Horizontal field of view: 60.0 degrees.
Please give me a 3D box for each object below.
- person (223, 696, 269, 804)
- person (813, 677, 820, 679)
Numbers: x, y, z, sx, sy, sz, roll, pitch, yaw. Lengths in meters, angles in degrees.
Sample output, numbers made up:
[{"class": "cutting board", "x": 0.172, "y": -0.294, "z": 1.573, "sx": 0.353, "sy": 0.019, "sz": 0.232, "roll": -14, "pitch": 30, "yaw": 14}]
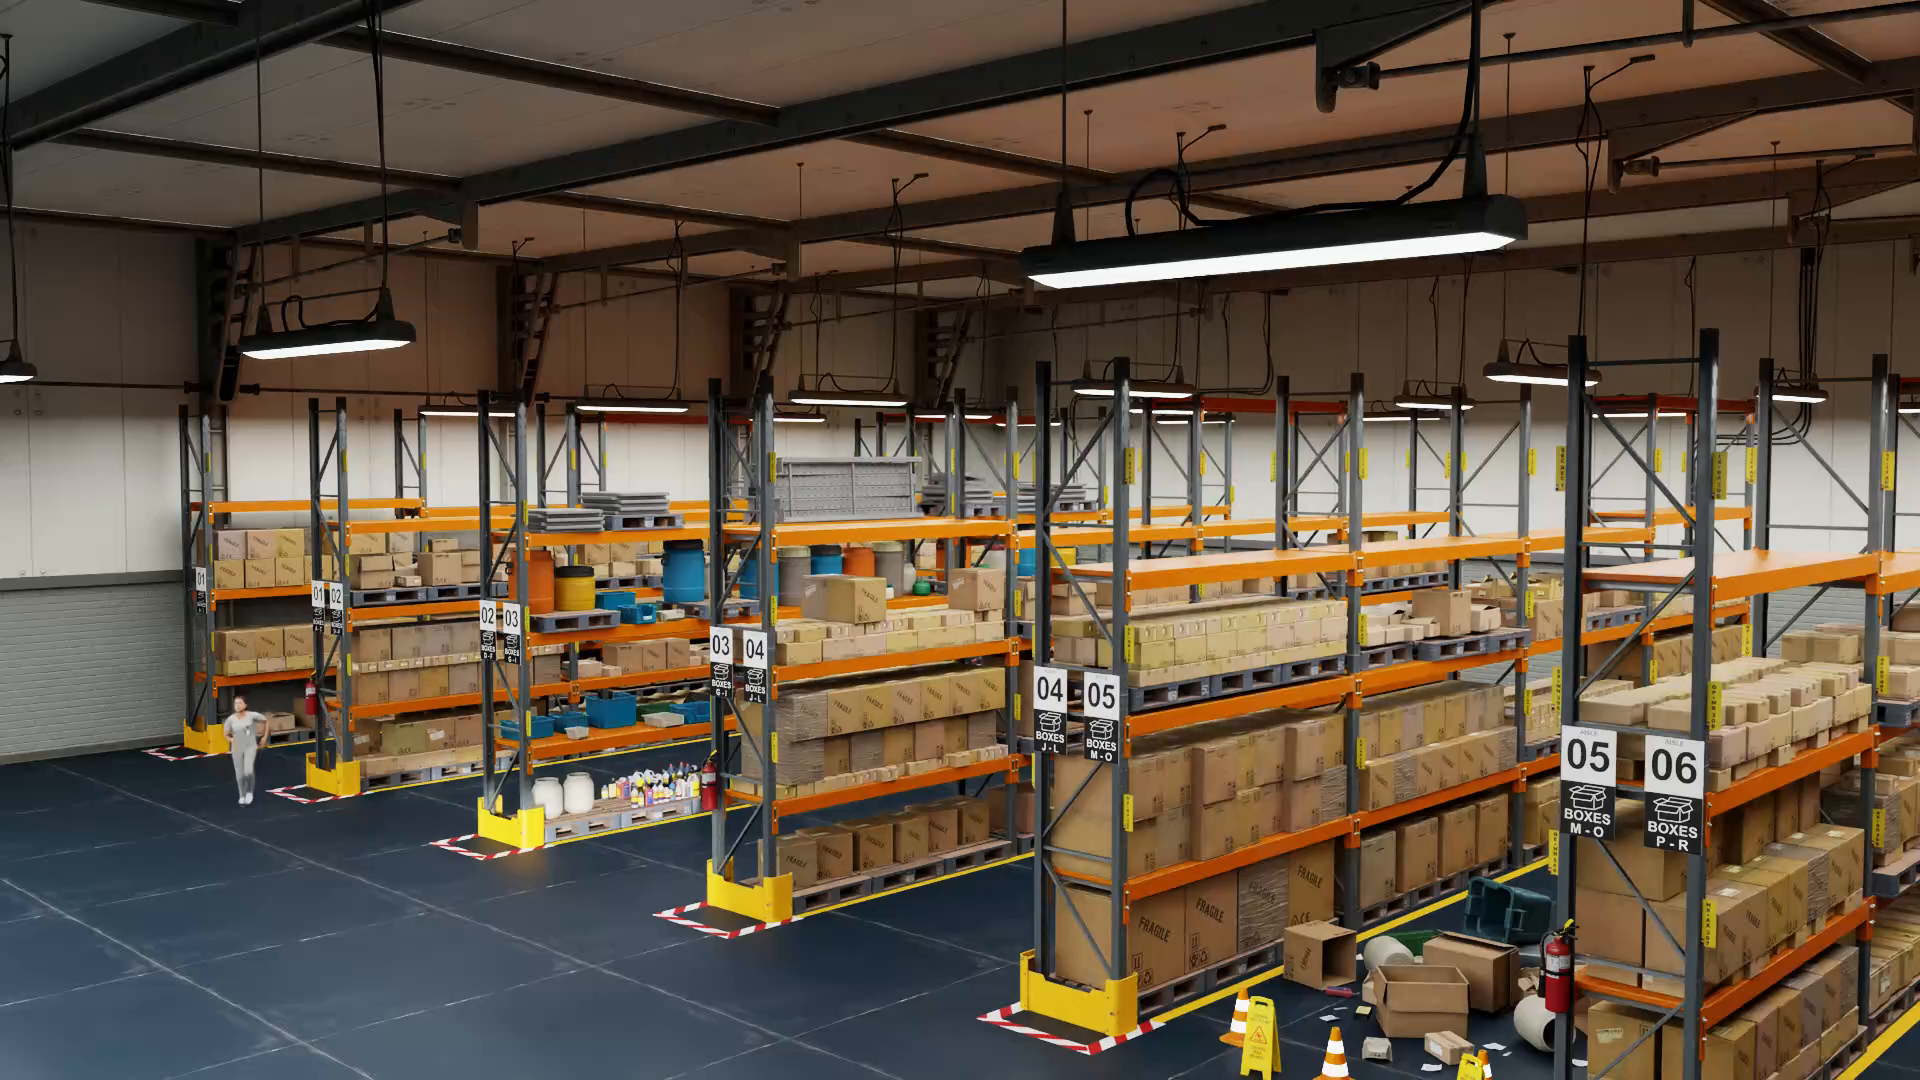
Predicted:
[{"class": "person", "x": -10.365, "y": 3.061, "z": 24.130, "sx": 0.582, "sy": 1.622, "sz": 0.792, "roll": -1, "pitch": 3, "yaw": -11}, {"class": "person", "x": -2.402, "y": 2.882, "z": 28.429, "sx": 0.691, "sy": 1.619, "sz": 0.607, "roll": -3, "pitch": 4, "yaw": -45}]
